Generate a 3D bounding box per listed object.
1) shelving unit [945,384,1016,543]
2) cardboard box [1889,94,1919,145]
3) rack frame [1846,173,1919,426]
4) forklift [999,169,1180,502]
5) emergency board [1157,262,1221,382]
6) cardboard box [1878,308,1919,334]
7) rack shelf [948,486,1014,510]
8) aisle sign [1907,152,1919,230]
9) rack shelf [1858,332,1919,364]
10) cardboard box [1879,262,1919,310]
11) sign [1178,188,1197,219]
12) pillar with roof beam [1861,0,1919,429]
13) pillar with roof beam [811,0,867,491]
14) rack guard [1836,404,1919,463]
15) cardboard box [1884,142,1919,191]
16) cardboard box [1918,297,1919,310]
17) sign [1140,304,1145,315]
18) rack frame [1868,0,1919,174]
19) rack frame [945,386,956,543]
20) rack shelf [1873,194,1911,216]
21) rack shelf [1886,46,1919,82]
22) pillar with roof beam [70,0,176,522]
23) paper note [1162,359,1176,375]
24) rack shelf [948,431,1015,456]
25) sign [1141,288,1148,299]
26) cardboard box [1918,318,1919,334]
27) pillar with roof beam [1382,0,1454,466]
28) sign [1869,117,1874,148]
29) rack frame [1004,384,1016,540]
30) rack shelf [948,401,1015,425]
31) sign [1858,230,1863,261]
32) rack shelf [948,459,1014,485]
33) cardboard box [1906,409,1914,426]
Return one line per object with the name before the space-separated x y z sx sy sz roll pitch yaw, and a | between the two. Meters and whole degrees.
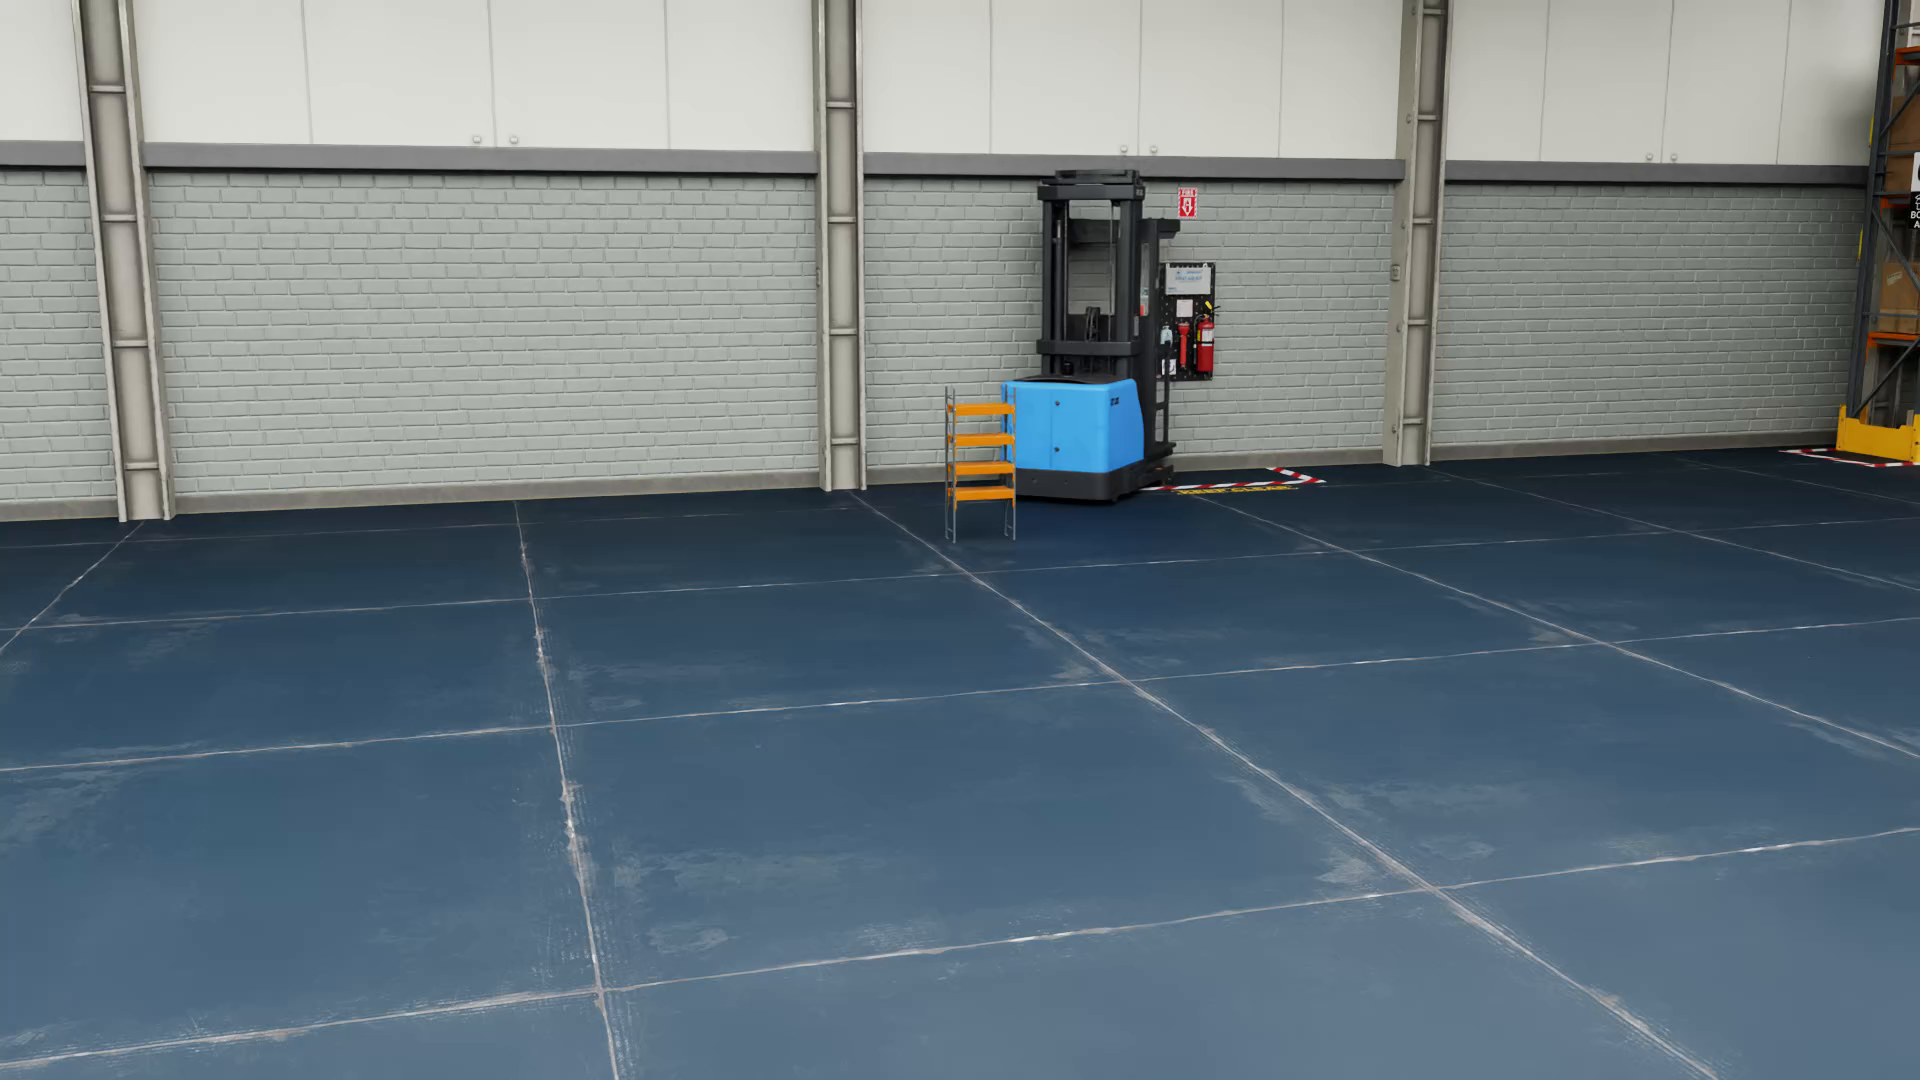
shelving unit | 0.159 -0.598 12.983 0.503 1.200 0.258 -3 11 -16
cardboard box | 10.325 -4.482 17.729 0.500 0.500 0.500 -3 11 -13
rack frame | 9.984 -2.389 17.736 0.127 3.000 1.000 -3 11 -16
forklift | 1.424 -2.000 15.814 1.130 2.935 3.031 5 11 24
emergency board | 2.270 -2.152 16.453 0.643 1.169 0.194 -3 11 -16
cardboard box | 10.379 -2.382 18.060 0.500 0.250 0.500 -3 11 -15
rack shelf | 0.159 -0.337 13.031 0.480 0.148 0.258 -3 11 -16
aisle sign | 9.999 -3.611 17.198 0.004 0.787 0.394 -3 11 -16
rack shelf | 11.905 -2.136 18.351 4.000 0.370 1.077 -3 11 -16
cardboard box | 10.377 -2.754 18.011 0.500 0.500 0.500 -3 11 -17
sign | 2.235 -3.309 16.335 0.199 0.298 0.001 -3 11 -16
pillar with roof beam | 11.618 -4.776 14.137 0.400 9.000 9.100 -3 11 -16
pillar with roof beam | 0.096 -4.169 10.839 0.400 9.000 9.100 -3 11 -16
rack guard | 10.057 -1.163 17.984 0.348 0.500 1.175 -3 11 -16
cardboard box | 10.314 -3.988 17.808 0.500 0.500 0.500 -2 11 -12
cardboard box | 10.527 -2.665 17.528 0.500 0.500 0.500 -3 11 -16
sign | 1.711 -2.160 16.395 0.234 0.329 0.001 -3 11 -16
rack frame | 9.984 -5.339 17.193 0.127 3.000 1.000 -3 11 -16
rack frame | -0.075 -0.586 12.916 0.015 1.200 0.240 -3 11 -16
rack shelf | 11.905 -3.611 18.080 4.000 0.370 1.077 -3 11 -16
rack shelf | 11.905 -5.085 17.808 4.000 0.370 1.077 -3 11 -16
pillar with roof beam | -5.665 -3.866 9.189 0.400 9.000 9.100 -3 11 -16
paper note | 2.081 -1.722 16.549 0.142 0.148 0.016 -3 11 -16
rack shelf | 0.159 -0.752 12.955 0.480 0.148 0.258 -3 11 -16
sign | 1.717 -2.419 16.340 0.331 0.109 0.001 -3 11 -16
cardboard box | 10.542 -2.294 17.583 0.500 0.250 0.500 -3 11 -18
pillar with roof beam | 5.857 -4.473 12.488 0.400 9.000 9.100 -3 11 -16
sign | 9.848 -4.397 17.914 0.005 0.325 0.100 -3 11 -16
rack frame | 0.393 -0.611 13.050 0.015 1.200 0.240 -3 11 -16
rack shelf | 0.159 -0.985 12.912 0.480 0.148 0.258 -3 11 -16
sign | 9.848 -3.211 18.133 0.005 0.325 0.100 -3 11 -16
rack shelf | 0.159 -0.532 12.996 0.480 0.148 0.258 -3 11 -16
cardboard box | 10.674 -1.302 18.045 0.500 0.311 0.500 -4 11 -22
